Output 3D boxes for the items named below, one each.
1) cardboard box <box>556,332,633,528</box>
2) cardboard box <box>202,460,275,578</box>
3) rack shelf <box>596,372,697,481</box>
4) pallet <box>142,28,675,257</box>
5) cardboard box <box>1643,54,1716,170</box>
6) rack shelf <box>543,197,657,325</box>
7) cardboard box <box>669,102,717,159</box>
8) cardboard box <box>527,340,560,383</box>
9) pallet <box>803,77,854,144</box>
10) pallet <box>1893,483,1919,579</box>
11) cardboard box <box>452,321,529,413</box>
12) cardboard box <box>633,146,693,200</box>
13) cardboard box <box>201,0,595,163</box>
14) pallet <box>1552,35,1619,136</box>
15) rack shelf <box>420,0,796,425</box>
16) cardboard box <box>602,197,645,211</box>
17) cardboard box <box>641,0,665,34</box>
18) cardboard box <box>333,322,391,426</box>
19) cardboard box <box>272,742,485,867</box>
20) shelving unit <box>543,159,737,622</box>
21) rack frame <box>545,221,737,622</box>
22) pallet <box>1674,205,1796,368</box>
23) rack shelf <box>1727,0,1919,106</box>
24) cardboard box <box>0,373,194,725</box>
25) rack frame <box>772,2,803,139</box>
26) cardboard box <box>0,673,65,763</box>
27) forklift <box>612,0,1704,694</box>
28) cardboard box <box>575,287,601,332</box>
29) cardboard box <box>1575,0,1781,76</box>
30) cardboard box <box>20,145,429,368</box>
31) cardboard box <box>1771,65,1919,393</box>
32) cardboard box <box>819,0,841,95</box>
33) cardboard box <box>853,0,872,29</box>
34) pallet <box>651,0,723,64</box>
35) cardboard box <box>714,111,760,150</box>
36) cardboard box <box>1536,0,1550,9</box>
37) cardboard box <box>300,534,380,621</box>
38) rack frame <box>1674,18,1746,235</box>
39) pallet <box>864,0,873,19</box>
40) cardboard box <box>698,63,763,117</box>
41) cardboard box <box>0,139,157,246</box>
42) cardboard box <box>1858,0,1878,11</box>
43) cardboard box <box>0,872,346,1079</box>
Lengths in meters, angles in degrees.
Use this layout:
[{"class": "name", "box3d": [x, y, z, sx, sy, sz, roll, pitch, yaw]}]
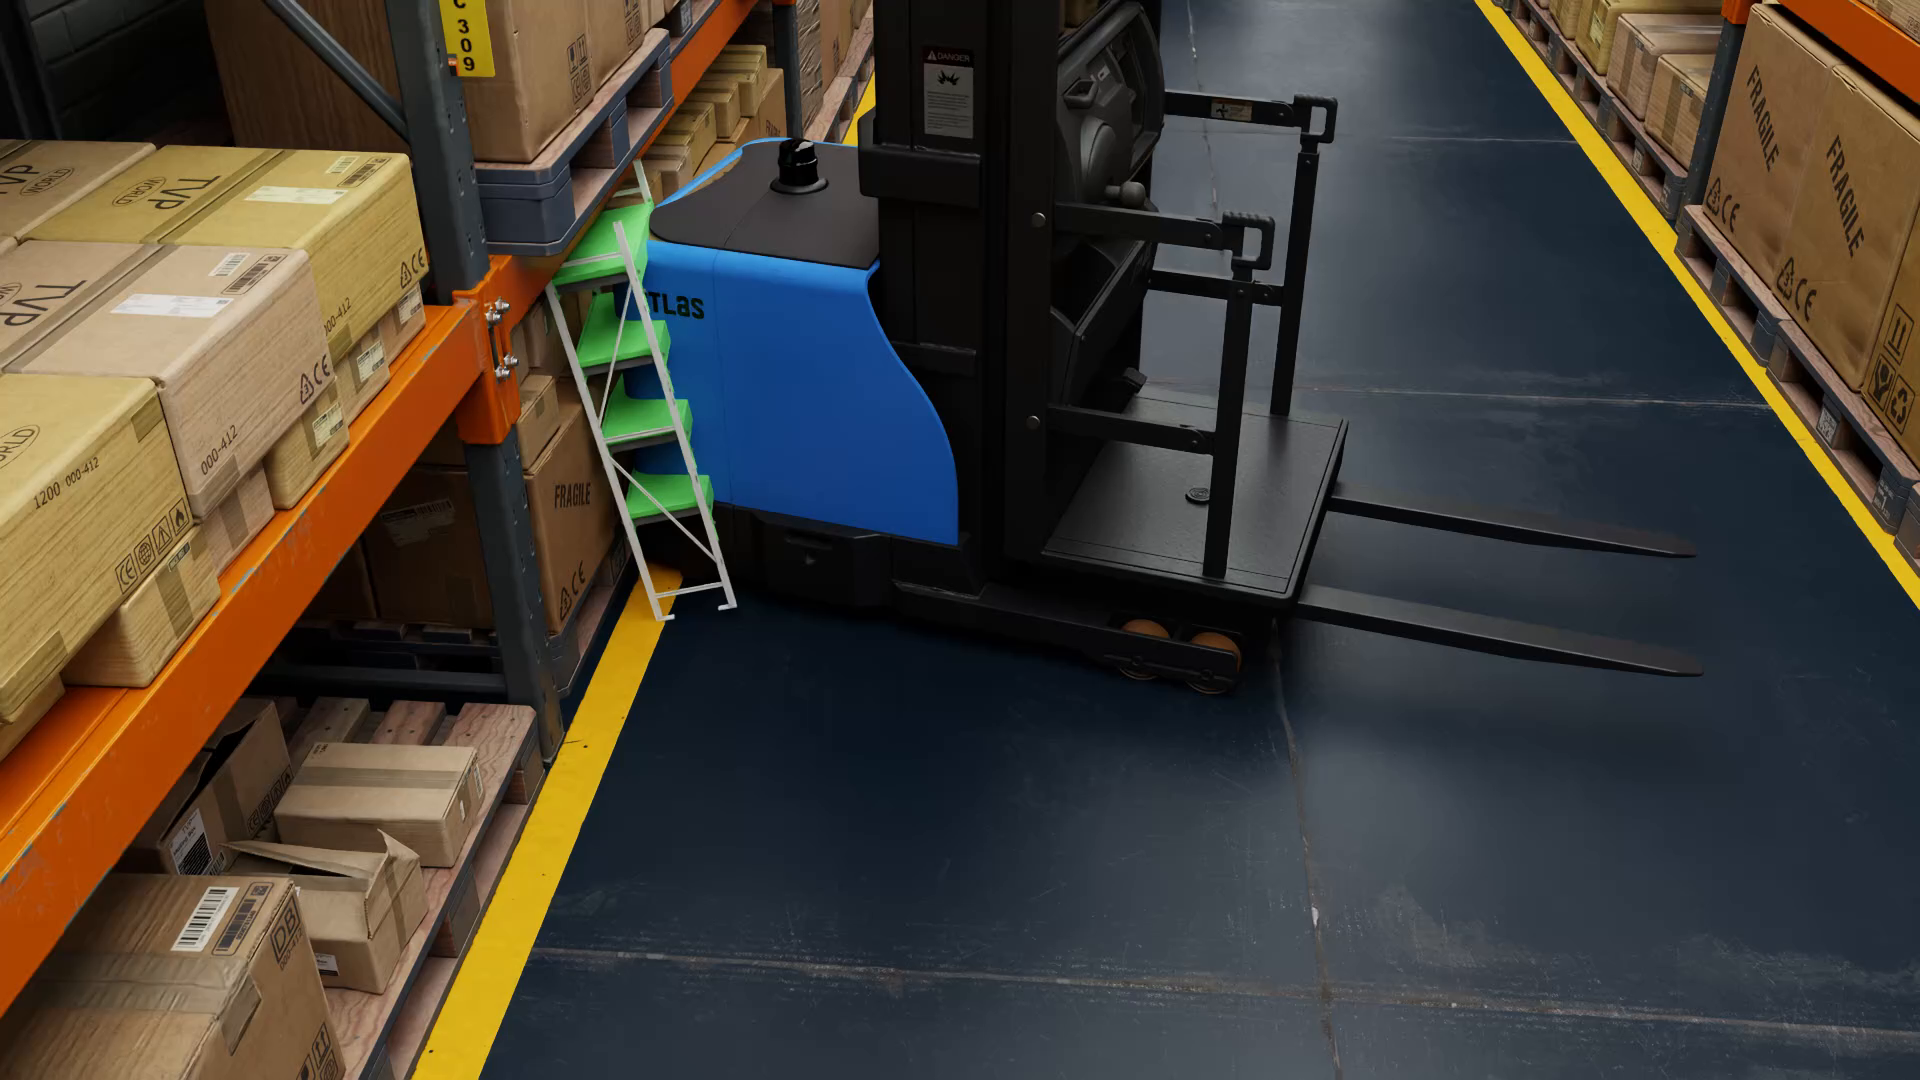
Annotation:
[{"class": "cardboard box", "box3d": [-1.251, -0.382, 4.993, 0.500, 0.500, 0.500, 2, 32, 3]}, {"class": "cardboard box", "box3d": [-1.368, -0.051, 2.713, 0.380, 0.149, 0.250, 3, 32, 5]}, {"class": "rack shelf", "box3d": [-0.879, -0.360, 4.789, 0.258, 0.148, 0.480, -11, 31, 2]}, {"class": "pallet", "box3d": [-1.375, -1.077, 4.321, 1.003, 0.211, 1.213, 2, 32, 4]}, {"class": "cardboard box", "box3d": [3.781, -1.982, 7.711, 0.950, 0.372, 0.625, 0, 32, 1]}, {"class": "rack shelf", "box3d": [-0.964, -0.761, 4.538, 0.258, 0.148, 0.480, -11, 31, 2]}, {"class": "cardboard box", "box3d": [-1.134, -1.543, 6.258, 0.380, 0.149, 0.250, 3, 32, 5]}, {"class": "cardboard box", "box3d": [-1.309, -0.460, 4.502, 0.380, 0.149, 0.250, 2, 32, 3]}, {"class": "pallet", "box3d": [-1.117, -2.079, 8.422, 1.003, 0.211, 1.213, 2, 32, 4]}, {"class": "pallet", "box3d": [3.387, 0.245, 4.651, 1.003, 0.211, 1.213, 2, 32, 4]}, {"class": "cardboard box", "box3d": [-1.314, -0.441, 4.188, 0.380, 0.149, 0.250, 2, 32, 3]}, {"class": "cardboard box", "box3d": [-1.146, -1.266, 5.810, 0.380, 0.149, 0.250, 1, 32, 2]}, {"class": "cardboard box", "box3d": [-1.286, -1.210, 3.859, 0.700, 0.500, 0.500, 3, 32, 5]}, {"class": "pallet", "box3d": [3.892, -2.484, 9.080, 1.003, 0.211, 1.213, 2, 32, 4]}, {"class": "rack shelf", "box3d": [-1.386, -1.485, 5.486, 1.077, 0.370, 4.000, 2, 32, 4]}, {"class": "cardboard box", "box3d": [-1.210, -0.998, 5.374, 0.380, 0.149, 0.250, 4, 32, 6]}, {"class": "cardboard box", "box3d": [-1.053, -1.577, 4.678, 0.396, 0.266, 0.258, 4, 32, 6]}, {"class": "cardboard box", "box3d": [-1.322, -0.324, 3.156, 0.380, 0.149, 0.250, 3, 32, 5]}, {"class": "cardboard box", "box3d": [-1.301, 0.593, 3.745, 0.380, 0.149, 0.250, 2, 32, 2]}, {"class": "shelving unit", "box3d": [-0.891, -0.413, 4.755, 0.258, 1.200, 0.503, -11, 31, 2]}, {"class": "rack frame", "box3d": [-0.875, -0.287, 4.547, 0.240, 1.200, 0.015, -11, 31, 2]}, {"class": "pallet", "box3d": [3.585, -1.031, 6.721, 1.003, 0.211, 1.213, 2, 32, 4]}, {"class": "rack shelf", "box3d": [3.562, -1.275, 5.145, 1.077, 0.370, 4.000, 2, 32, 4]}, {"class": "cardboard box", "box3d": [-1.427, -0.009, 2.264, 0.500, 0.250, 0.500, 2, 32, 4]}, {"class": "rack frame", "box3d": [-1.223, -2.837, 6.994, 1.000, 3.000, 0.127, 2, 32, 4]}, {"class": "cardboard box", "box3d": [-1.493, 0.214, 2.283, 0.380, 0.149, 0.250, 3, 32, 5]}, {"class": "forklift", "box3d": [0.588, -1.140, 4.306, 3.031, 2.935, 1.130, 10, 33, 16]}, {"class": "cardboard box", "box3d": [-1.290, -0.739, 4.954, 0.380, 0.149, 0.250, 2, 32, 3]}, {"class": "cardboard box", "box3d": [3.900, -2.764, 8.981, 0.950, 0.372, 0.625, 3, 32, 6]}, {"class": "cardboard box", "box3d": [-1.347, -0.531, 3.113, 0.500, 0.250, 0.500, 3, 32, 5]}, {"class": "cardboard box", "box3d": [3.509, -1.077, 5.764, 0.875, 0.875, 0.875, 3, 32, 5]}, {"class": "cardboard box", "box3d": [-1.113, -2.672, 8.590, 0.875, 0.625, 0.625, 3, 32, 6]}, {"class": "cardboard box", "box3d": [-0.999, -3.418, 9.800, 0.875, 0.625, 0.625, 2, 32, 3]}, {"class": "pallet", "box3d": [-1.376, -1.738, 5.394, 1.003, 0.211, 1.213, 2, 32, 4]}, {"class": "cardboard box", "box3d": [-1.094, -1.460, 6.742, 0.500, 0.500, 0.500, 2, 32, 3]}, {"class": "cardboard box", "box3d": [4.010, -3.504, 10.181, 0.950, 0.372, 0.625, 3, 32, 5]}, {"class": "cardboard box", "box3d": [-1.803, -0.129, 4.583, 0.500, 0.500, 0.500, 2, 32, 4]}, {"class": "rack frame", "box3d": [3.725, -2.627, 6.653, 1.000, 3.000, 0.127, 2, 32, 4]}, {"class": "pallet", "box3d": [-0.918, -3.354, 10.492, 1.003, 0.211, 1.213, 2, 32, 4]}, {"class": "cardboard box", "box3d": [-1.002, -1.815, 6.699, 0.380, 0.149, 0.250, 1, 32, 1]}, {"class": "cardboard box", "box3d": [-1.858, -0.561, 3.160, 0.500, 0.250, 0.500, 2, 32, 3]}, {"class": "cardboard box", "box3d": [3.410, -2.049, 5.858, 0.500, 0.250, 0.500, 2, 32, 3]}, {"class": "cardboard box", "box3d": [-1.537, 0.928, 2.868, 0.700, 0.500, 0.500, 1, 32, 2]}]
